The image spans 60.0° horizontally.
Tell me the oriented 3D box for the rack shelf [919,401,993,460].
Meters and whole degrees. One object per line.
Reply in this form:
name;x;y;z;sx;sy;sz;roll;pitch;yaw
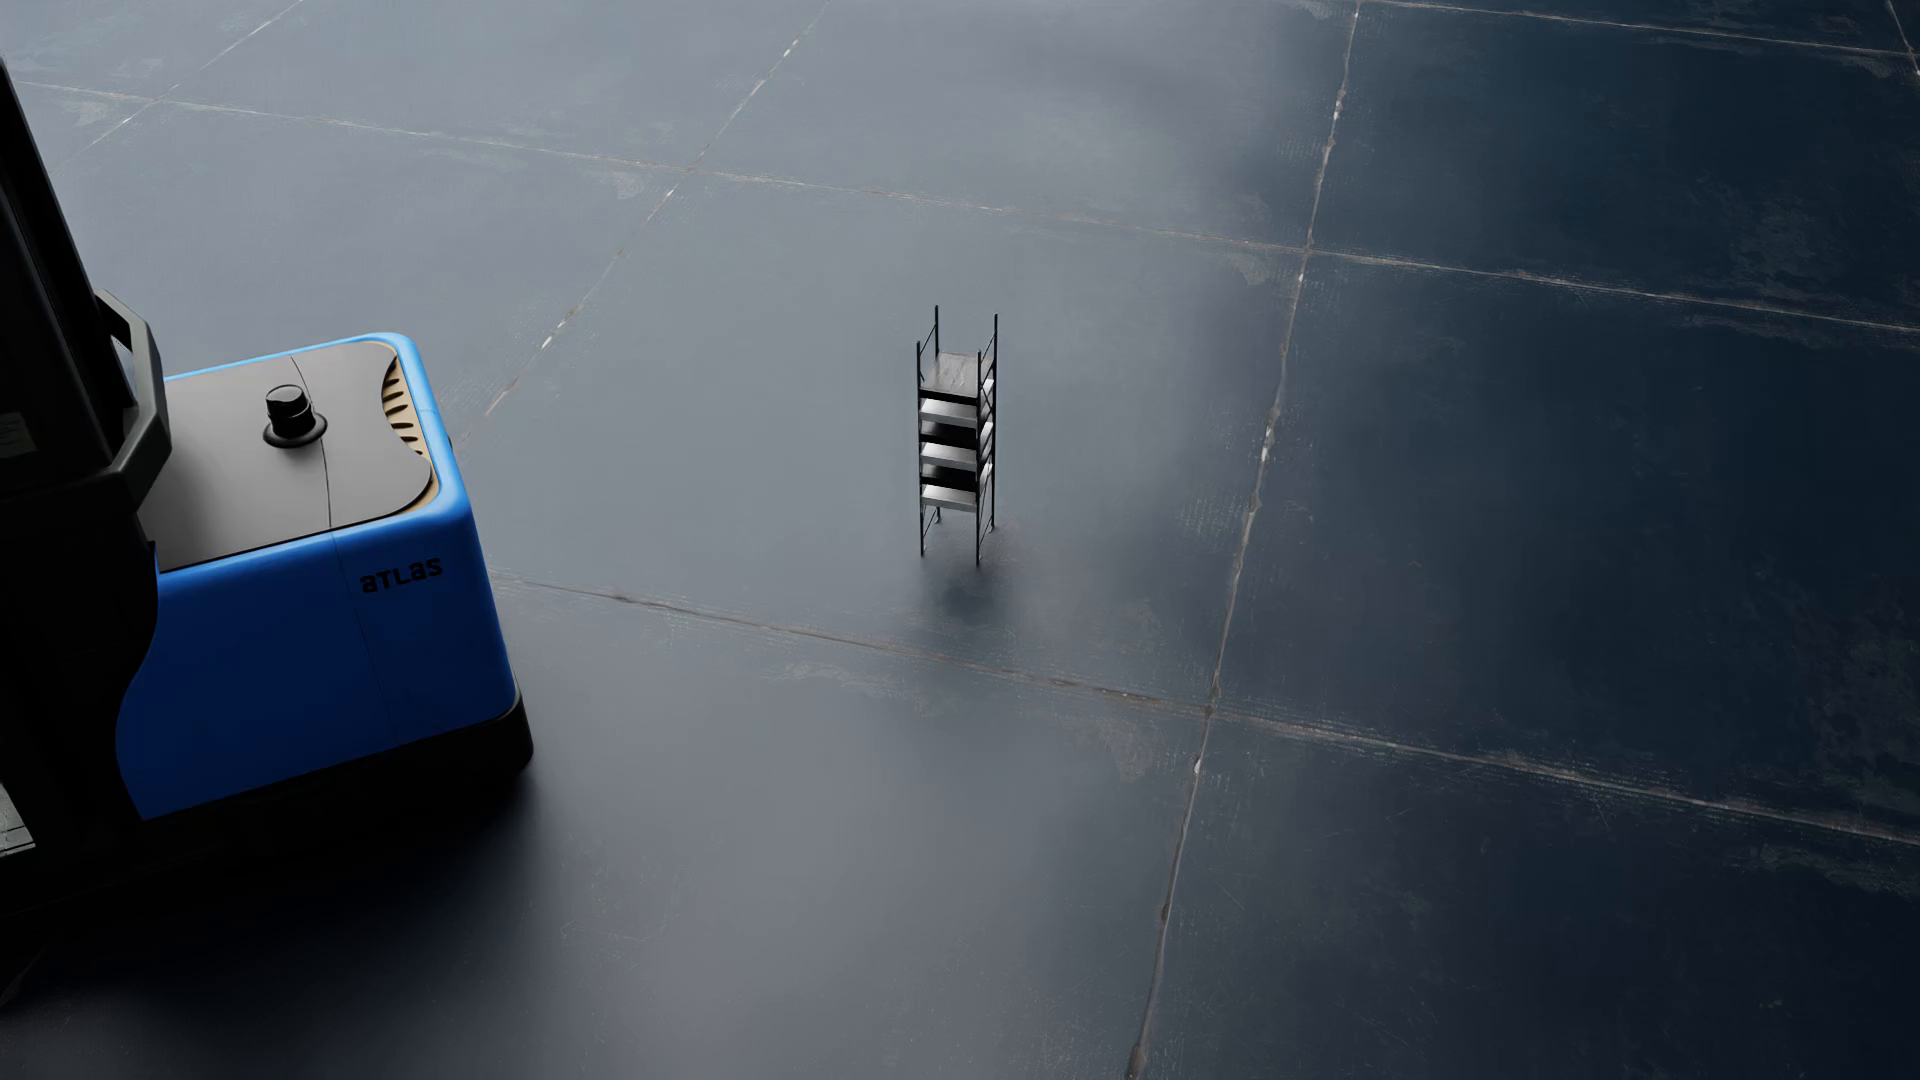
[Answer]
rack shelf;-0.008;-0.389;5.658;0.200;0.077;0.258;10;41;11

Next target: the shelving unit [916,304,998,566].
shelving unit;-0.008;-0.346;5.695;0.210;0.900;0.258;10;41;11

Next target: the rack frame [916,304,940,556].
rack frame;-0.106;-0.363;5.715;0.006;0.900;0.240;10;41;11

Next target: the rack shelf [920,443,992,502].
rack shelf;-0.008;-0.252;5.774;0.200;0.077;0.258;10;41;11

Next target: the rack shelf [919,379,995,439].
rack shelf;-0.008;-0.458;5.600;0.200;0.077;0.258;10;41;11

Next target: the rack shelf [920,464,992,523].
rack shelf;-0.008;-0.183;5.832;0.200;0.077;0.258;10;41;11

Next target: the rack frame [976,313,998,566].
rack frame;0.090;-0.329;5.675;0.006;0.900;0.240;10;41;11

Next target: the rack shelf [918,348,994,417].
rack shelf;-0.008;-0.527;5.543;0.200;0.077;0.258;10;41;11

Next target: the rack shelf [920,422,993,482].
rack shelf;-0.008;-0.320;5.716;0.200;0.077;0.258;10;41;11

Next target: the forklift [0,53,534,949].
forklift;-2.871;-0.293;4.052;3.031;2.935;1.130;-16;43;-18
